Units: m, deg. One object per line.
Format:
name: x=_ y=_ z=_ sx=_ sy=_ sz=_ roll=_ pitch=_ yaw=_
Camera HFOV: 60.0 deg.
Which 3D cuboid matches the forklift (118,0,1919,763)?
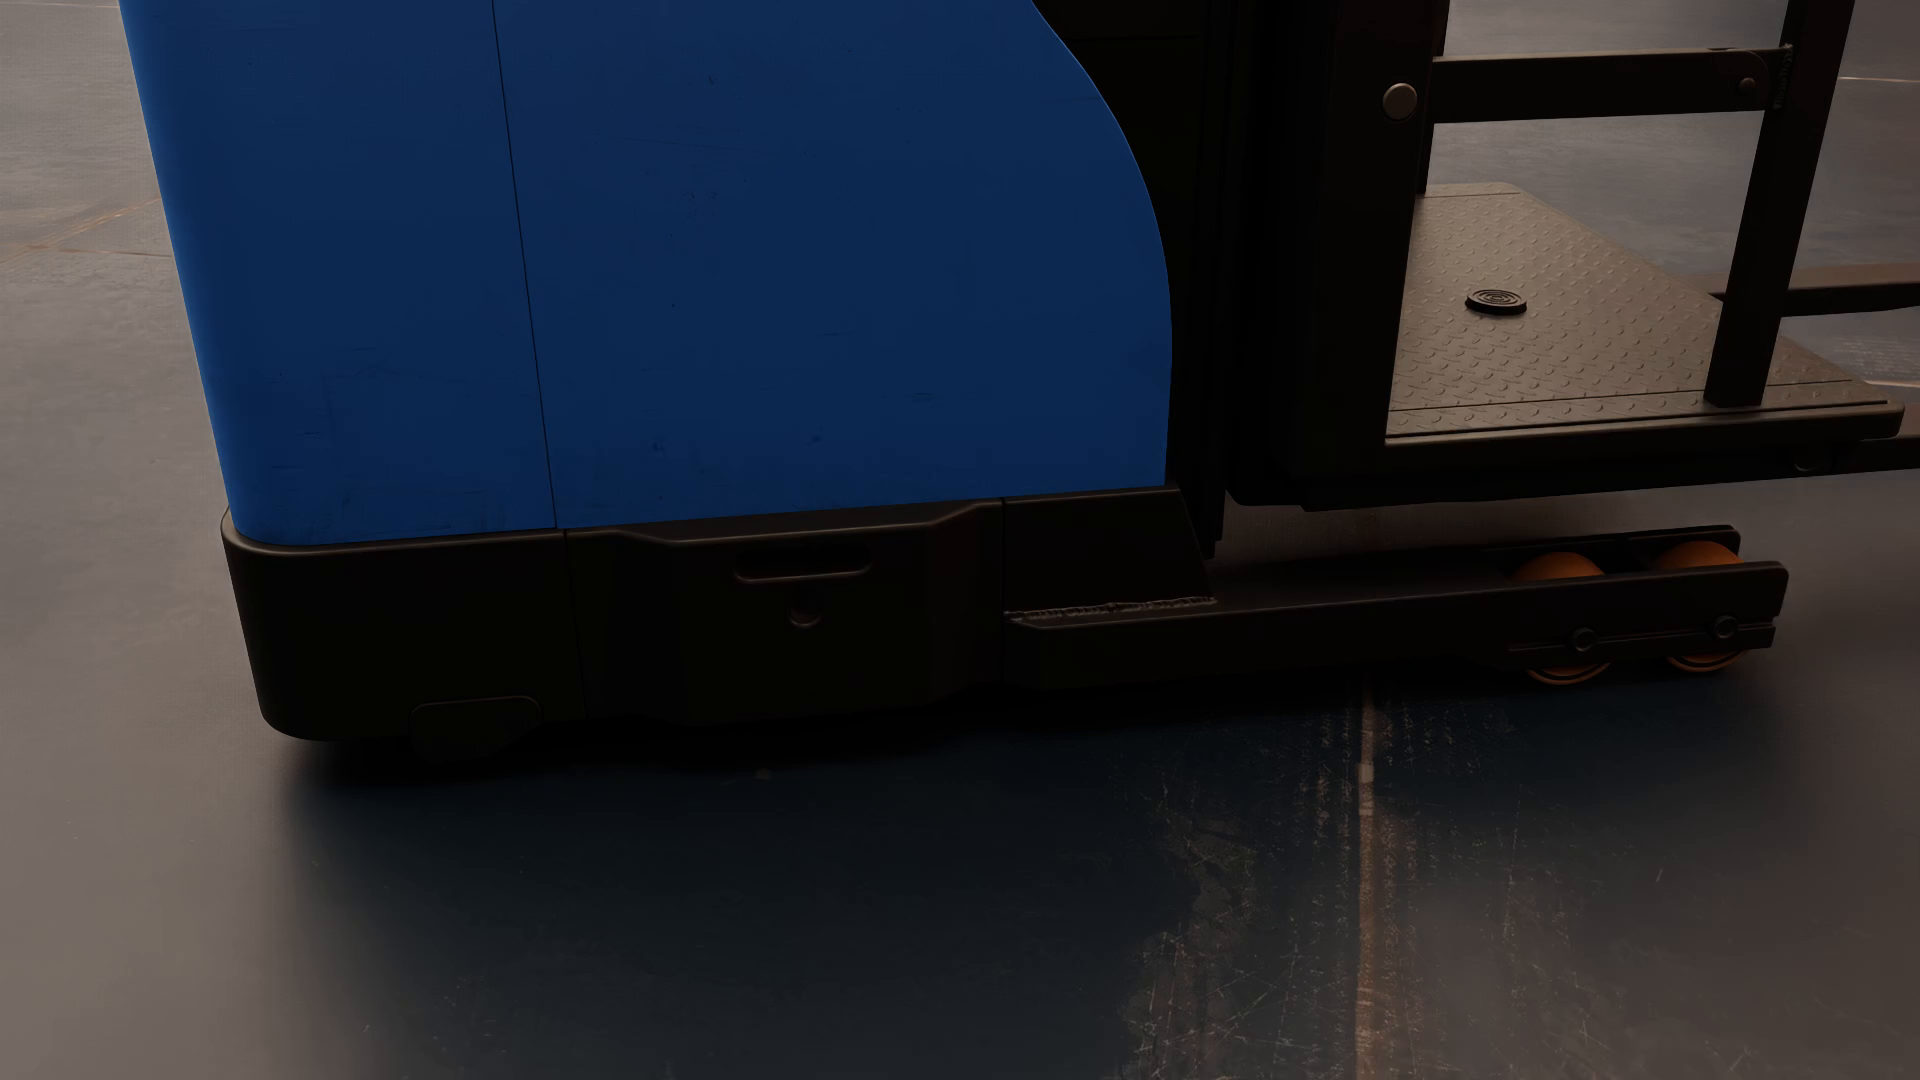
forklift: x=0.600 y=-1.354 z=1.930 sx=3.031 sy=2.935 sz=1.130 roll=-4 pitch=27 yaw=-9
